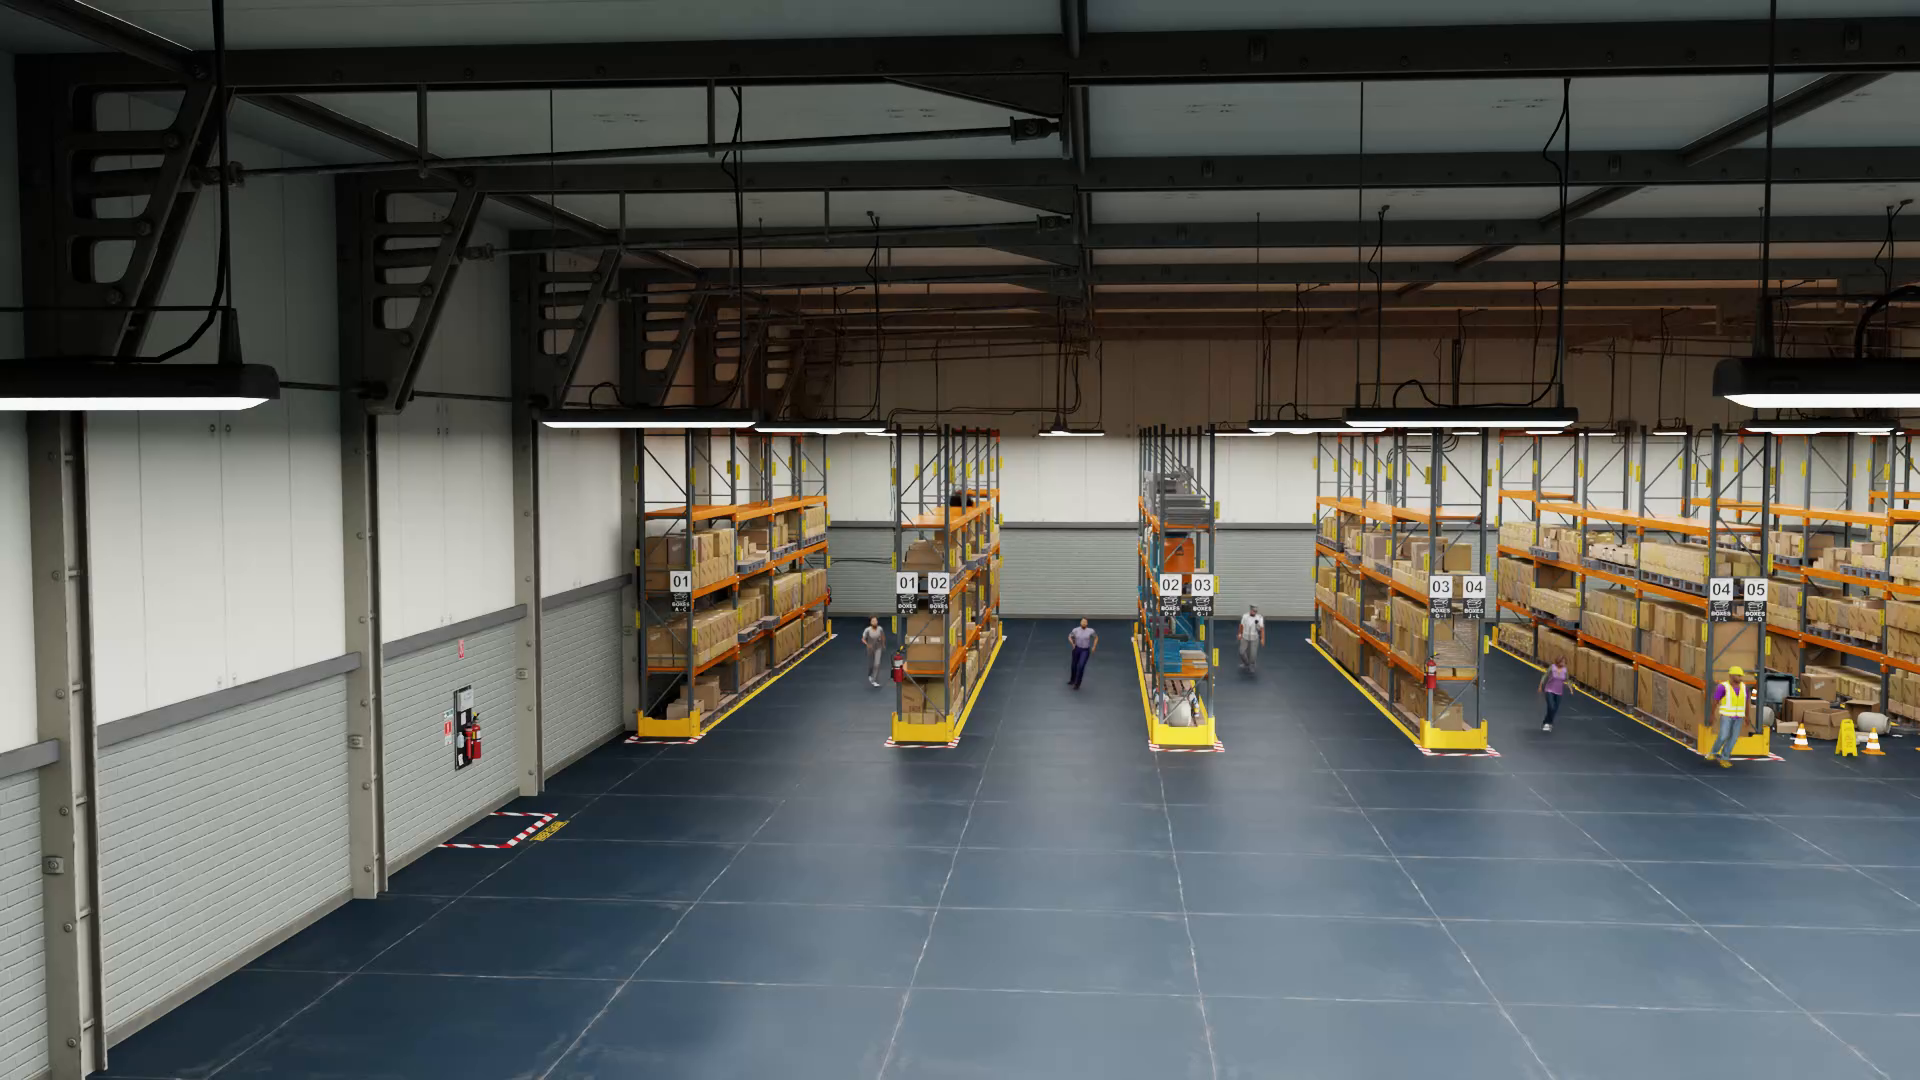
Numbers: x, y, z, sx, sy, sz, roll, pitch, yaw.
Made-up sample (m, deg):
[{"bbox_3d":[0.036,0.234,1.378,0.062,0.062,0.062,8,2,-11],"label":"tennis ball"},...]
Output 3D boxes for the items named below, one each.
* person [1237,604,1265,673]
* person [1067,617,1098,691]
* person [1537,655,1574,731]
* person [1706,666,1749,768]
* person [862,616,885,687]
[{"bbox_3d":[7.112,2.401,40.641,0.718,1.698,0.617,1,4,20],"label":"person"},{"bbox_3d":[2.774,2.609,38.090,0.708,1.664,0.796,1,4,14],"label":"person"},{"bbox_3d":[11.575,2.984,32.313,0.524,1.515,0.717,0,4,-8],"label":"person"},{"bbox_3d":[13.393,3.087,28.998,0.678,1.780,0.483,0,3,-7],"label":"person"},{"bbox_3d":[-2.015,2.565,38.658,0.560,1.627,0.806,-1,4,-10],"label":"person"}]
